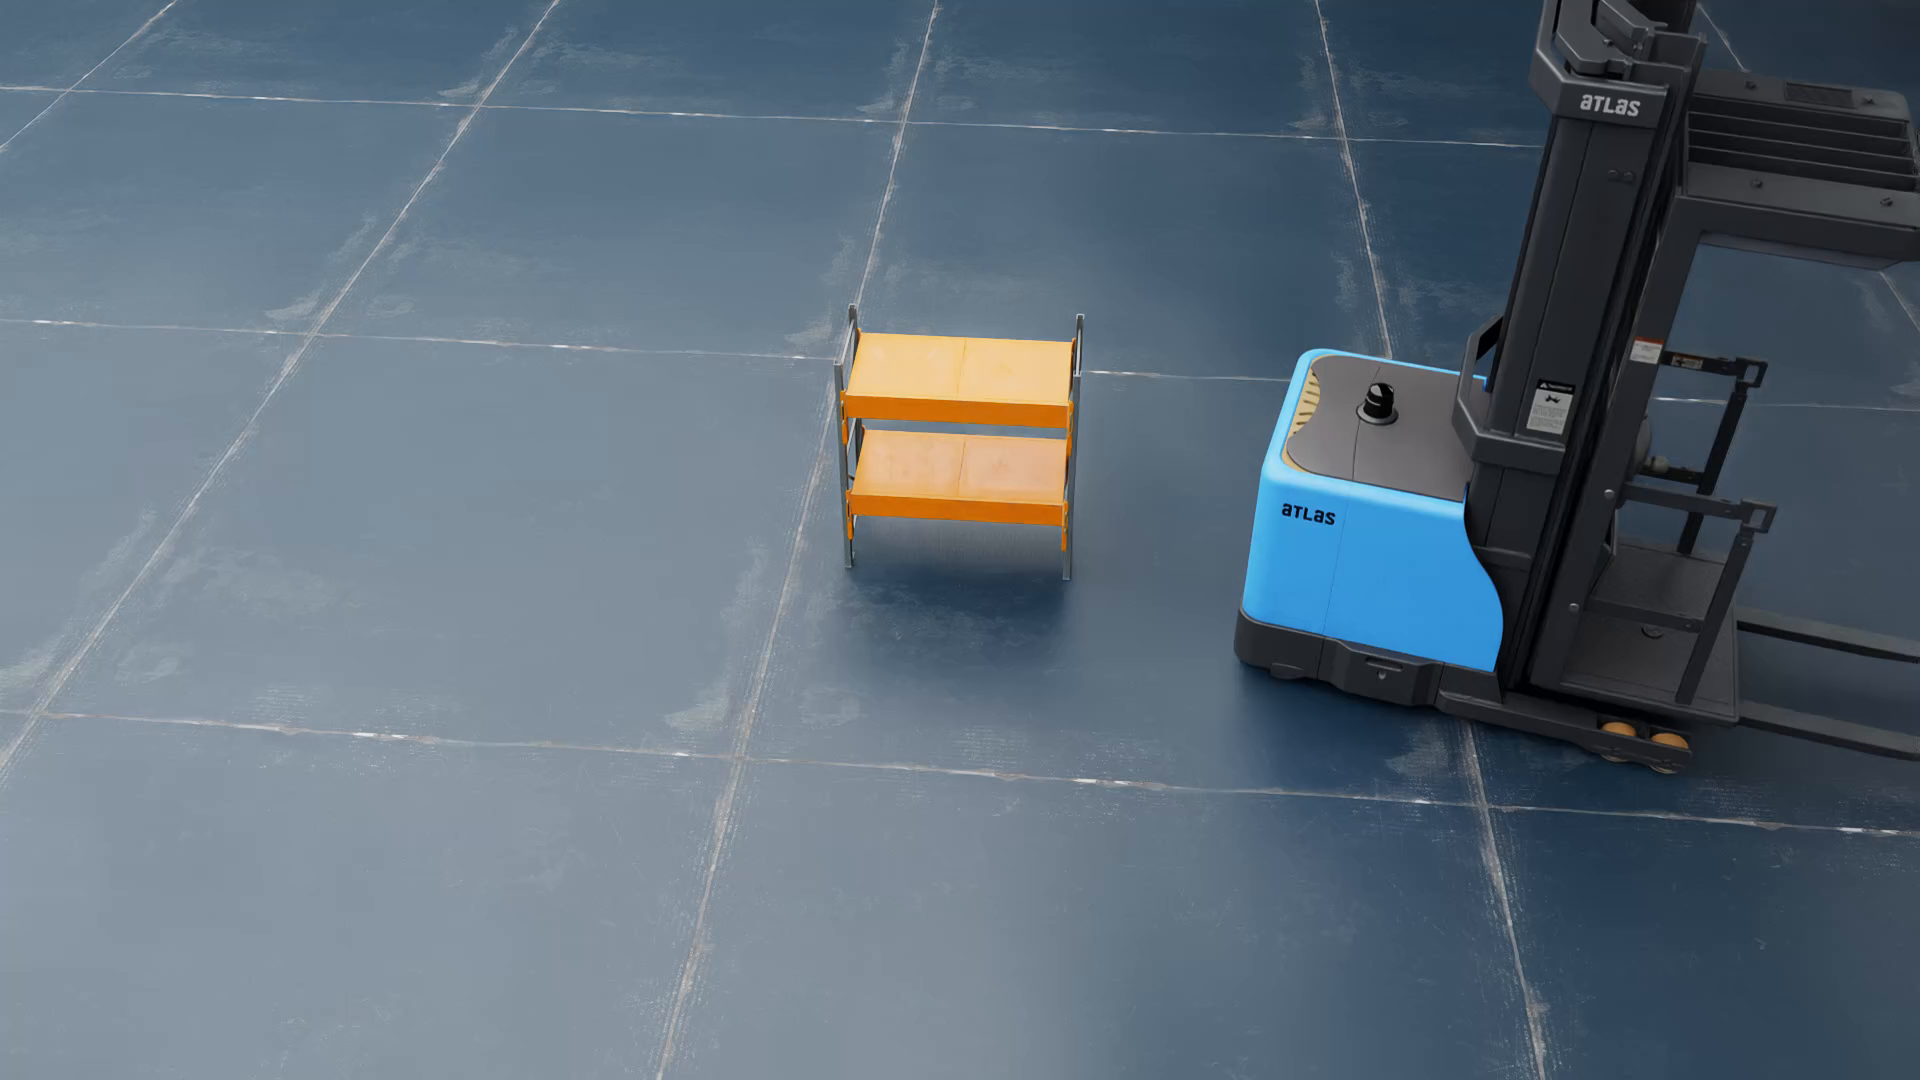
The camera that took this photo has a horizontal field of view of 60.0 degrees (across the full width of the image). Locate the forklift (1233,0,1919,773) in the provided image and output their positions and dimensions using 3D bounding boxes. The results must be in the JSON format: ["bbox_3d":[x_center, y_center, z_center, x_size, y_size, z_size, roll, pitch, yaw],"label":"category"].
[{"bbox_3d":[2.763,-0.568,6.297,3.031,2.935,1.130,12,41,15],"label":"forklift"}]

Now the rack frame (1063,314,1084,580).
[{"bbox_3d":[0.513,-0.408,7.531,0.032,1.125,0.500,3,39,4],"label":"rack frame"}]

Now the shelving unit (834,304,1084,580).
[{"bbox_3d":[0.007,-0.436,7.565,1.048,1.125,0.538,3,39,4],"label":"shelving unit"}]

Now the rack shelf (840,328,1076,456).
[{"bbox_3d":[0.007,-0.663,7.380,1.000,0.278,0.538,3,39,4],"label":"rack shelf"}]

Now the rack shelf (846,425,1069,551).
[{"bbox_3d":[0.007,-0.246,7.719,1.000,0.278,0.538,3,39,4],"label":"rack shelf"}]

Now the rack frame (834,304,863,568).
[{"bbox_3d":[-0.500,-0.464,7.599,0.032,1.125,0.500,3,39,4],"label":"rack frame"}]
